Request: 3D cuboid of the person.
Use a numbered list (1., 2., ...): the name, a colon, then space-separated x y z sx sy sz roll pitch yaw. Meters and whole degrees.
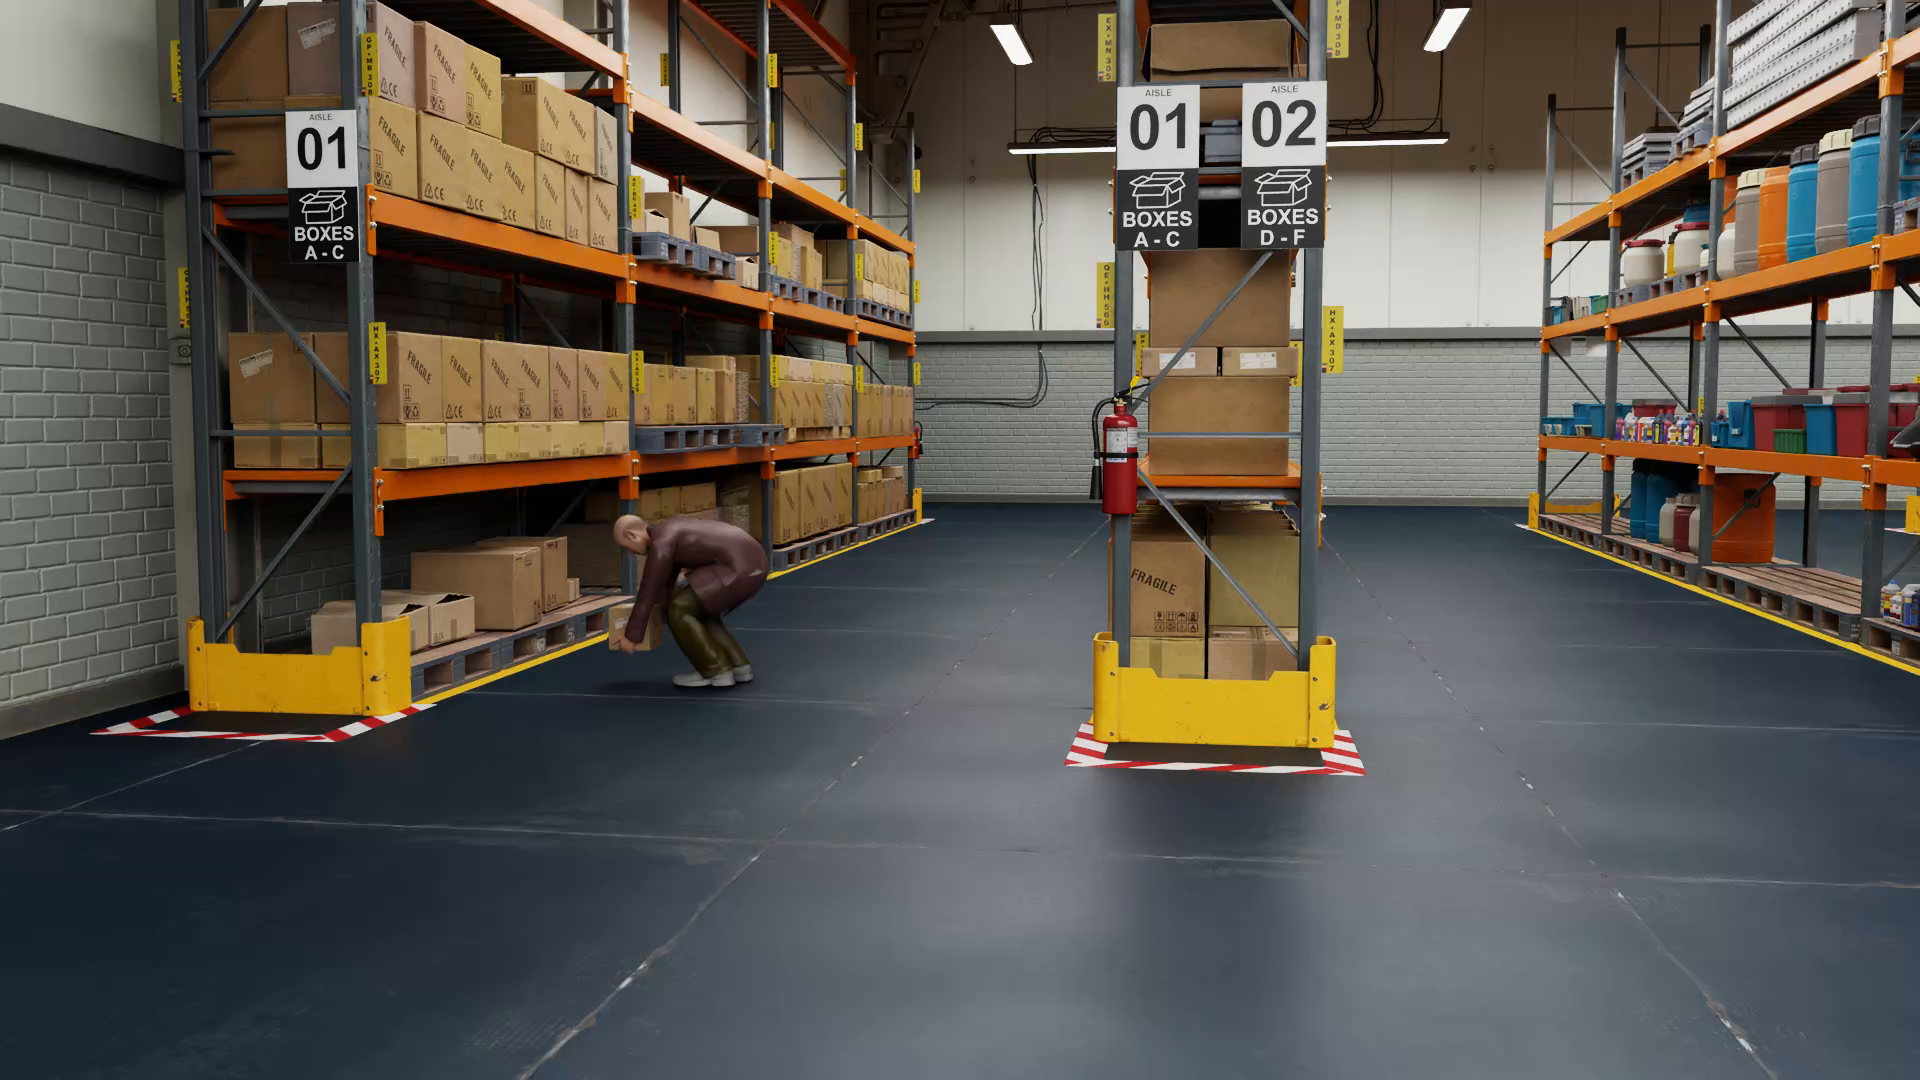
1. person: -1.601 0.356 9.932 0.935 1.014 0.587 0 4 6
